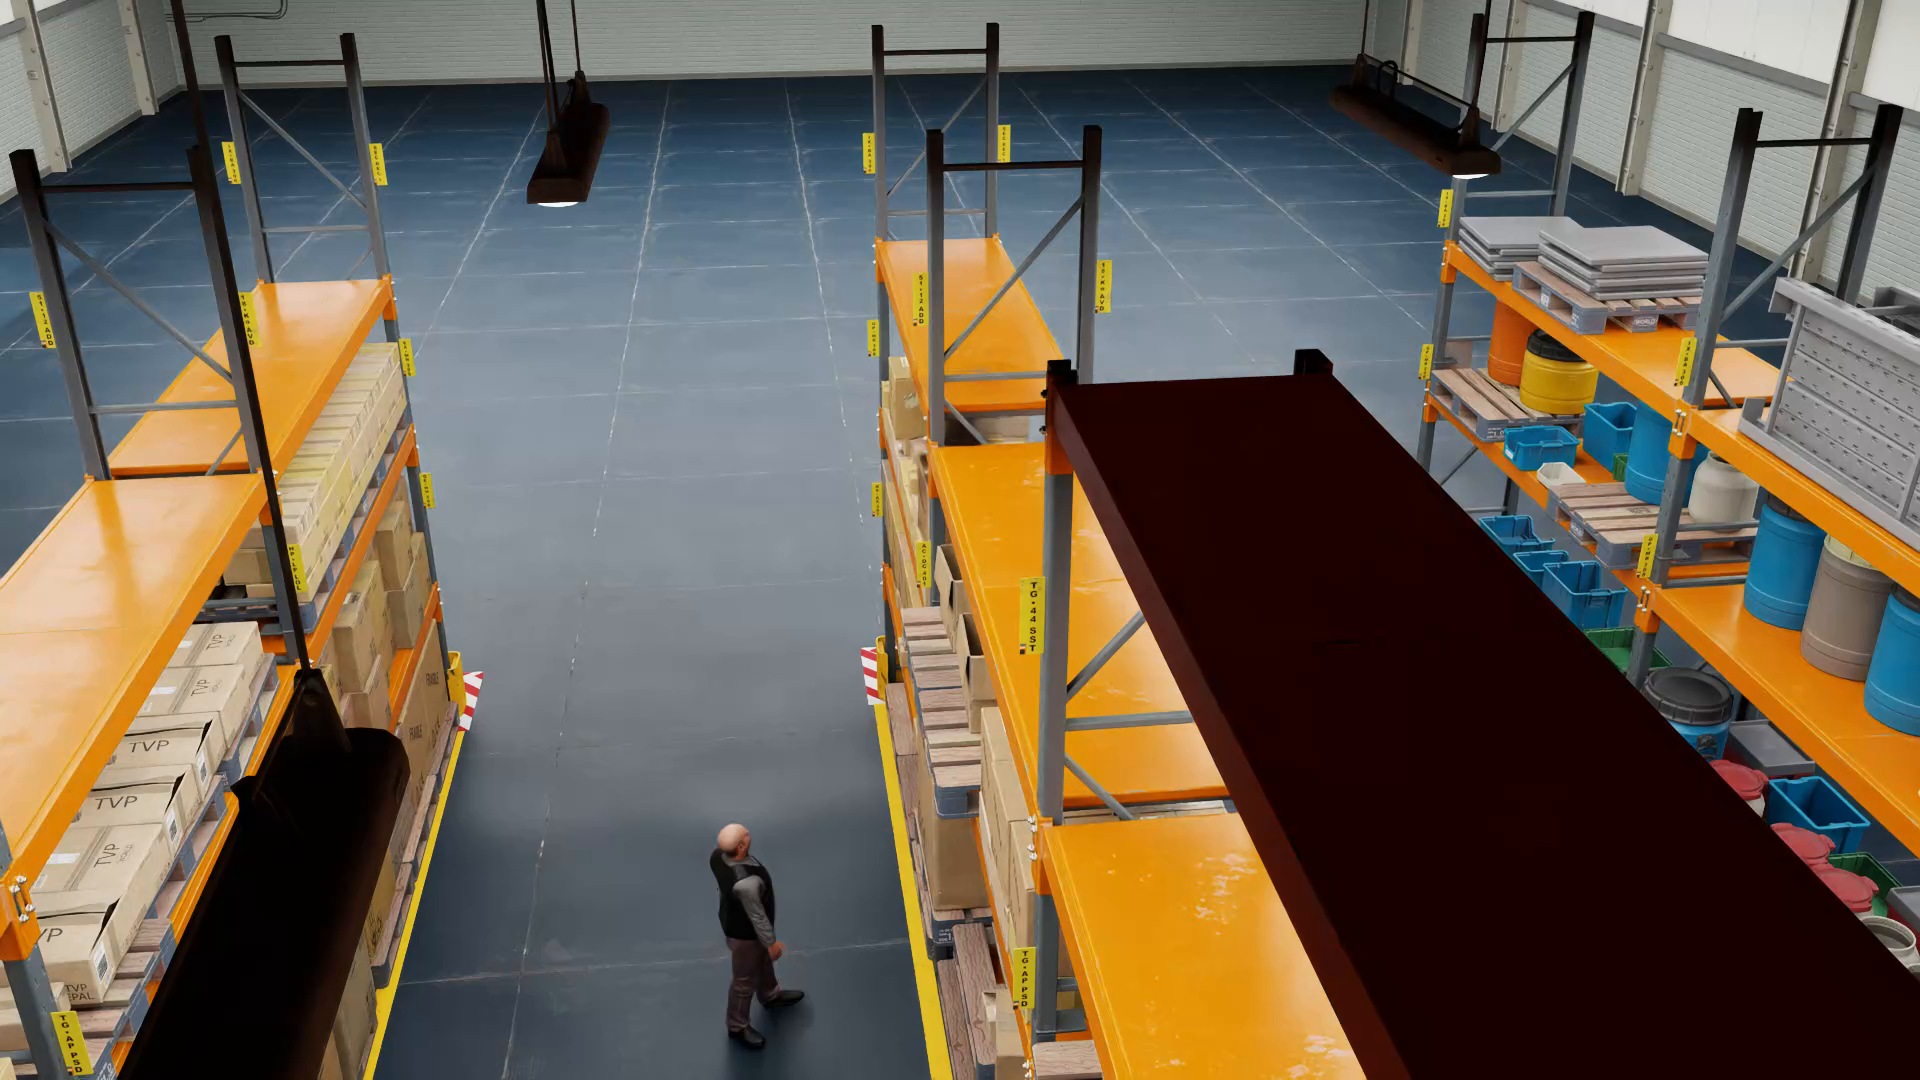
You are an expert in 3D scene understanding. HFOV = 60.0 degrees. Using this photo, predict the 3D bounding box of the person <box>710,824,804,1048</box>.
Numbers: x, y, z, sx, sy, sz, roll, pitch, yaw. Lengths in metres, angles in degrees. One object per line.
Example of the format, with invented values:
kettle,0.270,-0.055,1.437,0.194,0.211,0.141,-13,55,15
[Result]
person,-1.330,2.573,11.122,0.594,1.704,0.572,-7,26,-15
